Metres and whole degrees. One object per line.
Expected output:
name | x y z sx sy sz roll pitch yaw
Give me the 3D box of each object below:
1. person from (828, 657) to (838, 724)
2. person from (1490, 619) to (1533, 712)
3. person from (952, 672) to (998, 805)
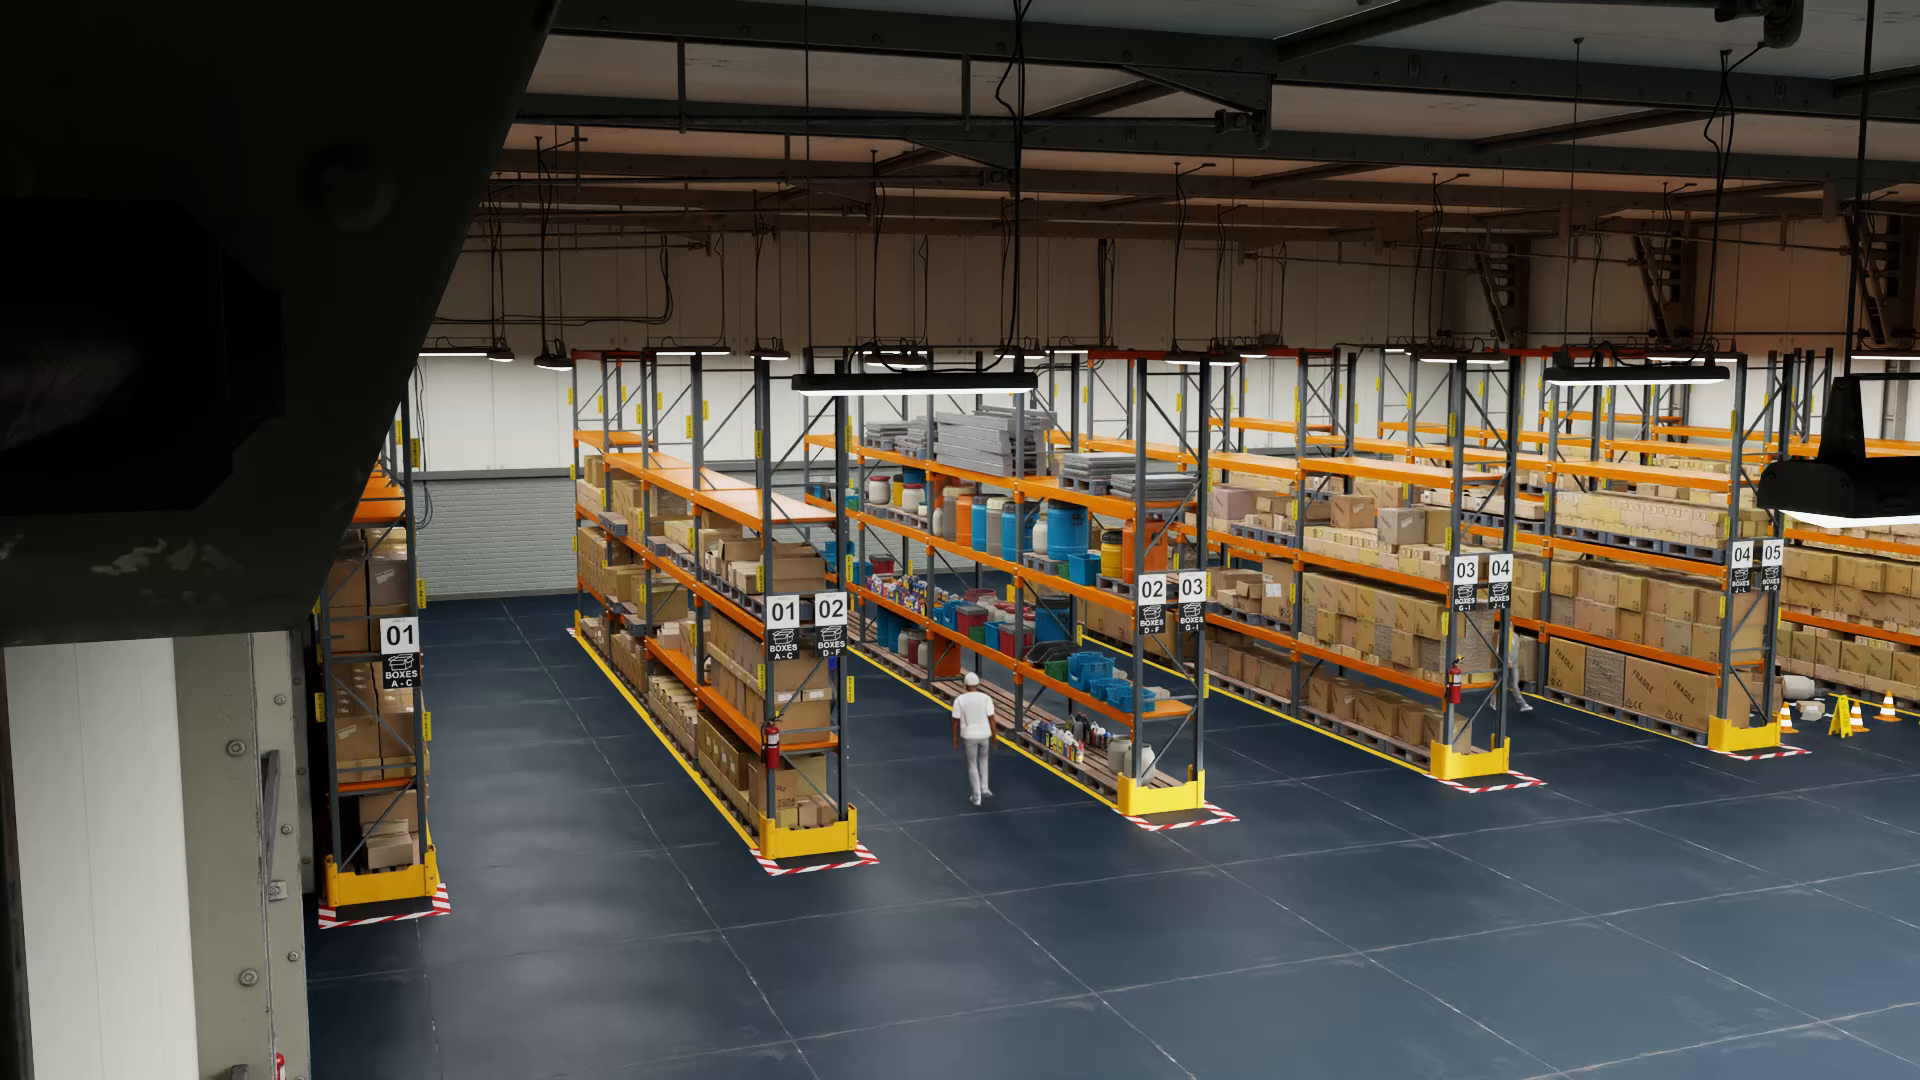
person | -2.088 2.111 26.051 0.757 1.574 0.511 6 10 42
person | 9.164 2.116 27.658 0.473 1.565 0.902 -1 7 -11
person | 0.190 2.660 22.448 0.598 1.745 0.527 -1 7 -11
